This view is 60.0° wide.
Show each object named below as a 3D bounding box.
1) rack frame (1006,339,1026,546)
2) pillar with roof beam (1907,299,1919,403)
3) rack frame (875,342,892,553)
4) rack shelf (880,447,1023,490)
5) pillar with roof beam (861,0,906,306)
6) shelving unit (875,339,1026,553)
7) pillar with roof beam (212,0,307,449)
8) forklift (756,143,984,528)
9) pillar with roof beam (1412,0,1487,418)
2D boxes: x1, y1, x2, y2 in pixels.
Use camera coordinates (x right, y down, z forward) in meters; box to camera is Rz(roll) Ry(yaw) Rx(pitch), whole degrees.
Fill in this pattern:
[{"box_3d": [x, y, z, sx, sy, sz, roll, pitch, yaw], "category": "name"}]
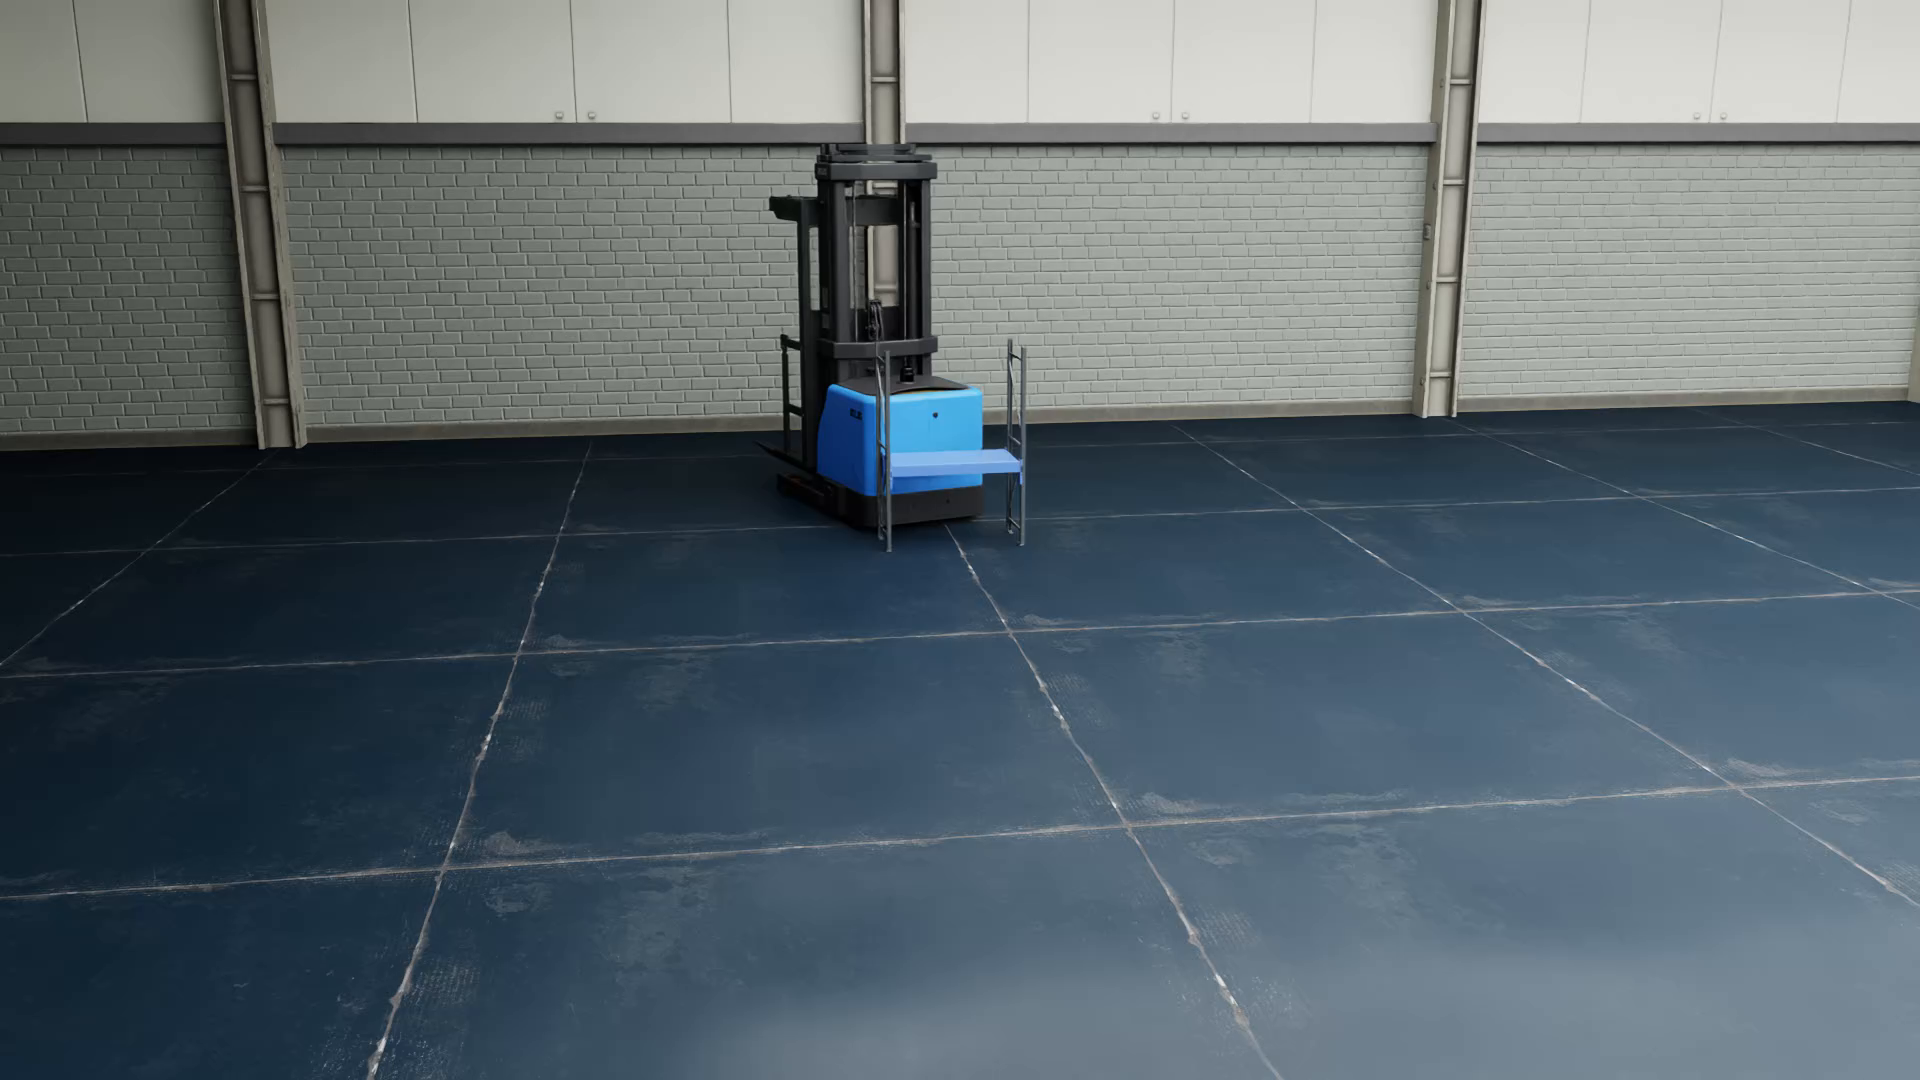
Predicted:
[{"box_3d": [0.425, -0.742, 12.598, 0.032, 1.500, 0.500, -3, 14, -11], "category": "rack frame"}, {"box_3d": [11.751, -4.914, 13.818, 0.400, 9.000, 9.100, -2, 14, -8], "category": "pillar with roof beam"}, {"box_3d": [-0.573, -0.694, 12.407, 0.032, 1.500, 0.500, -3, 14, -11], "category": "rack frame"}, {"box_3d": [-0.074, -0.544, 12.546, 1.000, 0.185, 0.538, -3, 14, -11], "category": "rack shelf"}, {"box_3d": [-0.116, -4.479, 12.084, 0.400, 9.000, 9.100, -2, 14, -8], "category": "pillar with roof beam"}, {"box_3d": [-0.074, -0.718, 12.503, 1.048, 1.500, 0.538, -3, 14, -11], "category": "shelving unit"}, {"box_3d": [-6.049, -4.262, 11.217, 0.400, 9.000, 9.100, -2, 14, -8], "category": "pillar with roof beam"}, {"box_3d": [-0.920, -1.830, 13.993, 1.130, 2.935, 3.031, -7, 16, -26], "category": "forklift"}, {"box_3d": [5.817, -4.697, 12.951, 0.400, 9.000, 9.100, -2, 14, -8], "category": "pillar with roof beam"}]
